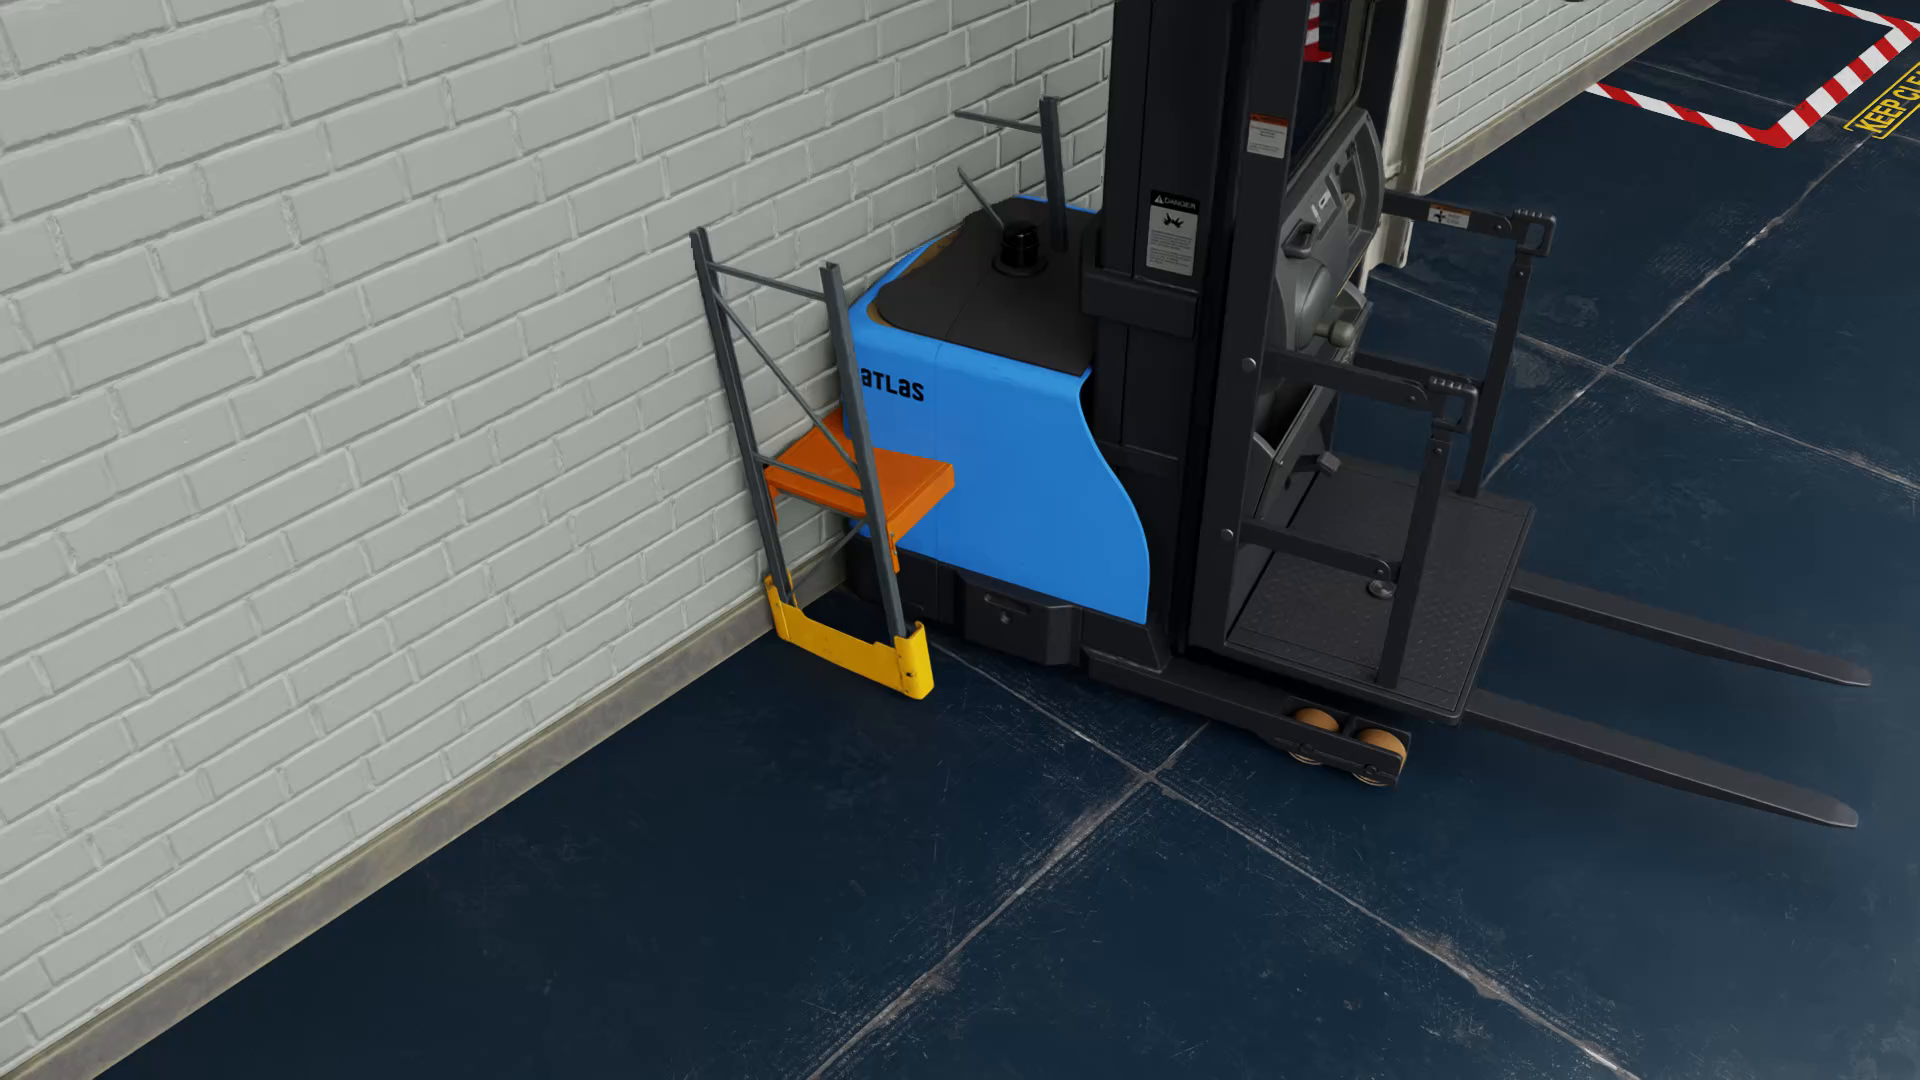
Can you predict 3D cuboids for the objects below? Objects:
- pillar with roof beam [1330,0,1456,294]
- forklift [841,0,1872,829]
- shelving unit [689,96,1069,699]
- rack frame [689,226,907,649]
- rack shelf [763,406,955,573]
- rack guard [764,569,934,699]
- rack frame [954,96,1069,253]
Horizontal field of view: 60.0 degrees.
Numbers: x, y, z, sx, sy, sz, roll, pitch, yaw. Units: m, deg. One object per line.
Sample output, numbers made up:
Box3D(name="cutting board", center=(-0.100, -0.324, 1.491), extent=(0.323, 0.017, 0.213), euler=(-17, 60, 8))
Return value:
Box3D(name="pillar with roof beam", center=(4.882, -2.895, 2.160), extent=(9.100, 9.000, 0.400), euler=(30, 47, 32))
Box3D(name="forklift", center=(1.180, -0.810, 4.414), extent=(3.031, 2.935, 1.130), euler=(17, 42, 20))
Box3D(name="shelving unit", center=(-0.134, -0.476, 5.077), extent=(0.587, 1.500, 1.083), euler=(20, 47, 30))
Box3D(name="rack frame", center=(-0.430, -0.181, 4.771), extent=(0.500, 1.500, 0.032), euler=(20, 47, 30))
Box3D(name="rack shelf", center=(-0.119, -0.333, 5.185), extent=(0.538, 0.185, 1.000), euler=(20, 47, 30))
Box3D(name="rack guard", center=(-0.348, 0.287, 5.177), extent=(0.587, 0.250, 0.087), euler=(20, 47, 30))
Box3D(name="rack frame", center=(0.151, -0.760, 5.372), extent=(0.500, 1.500, 0.032), euler=(20, 47, 30))
